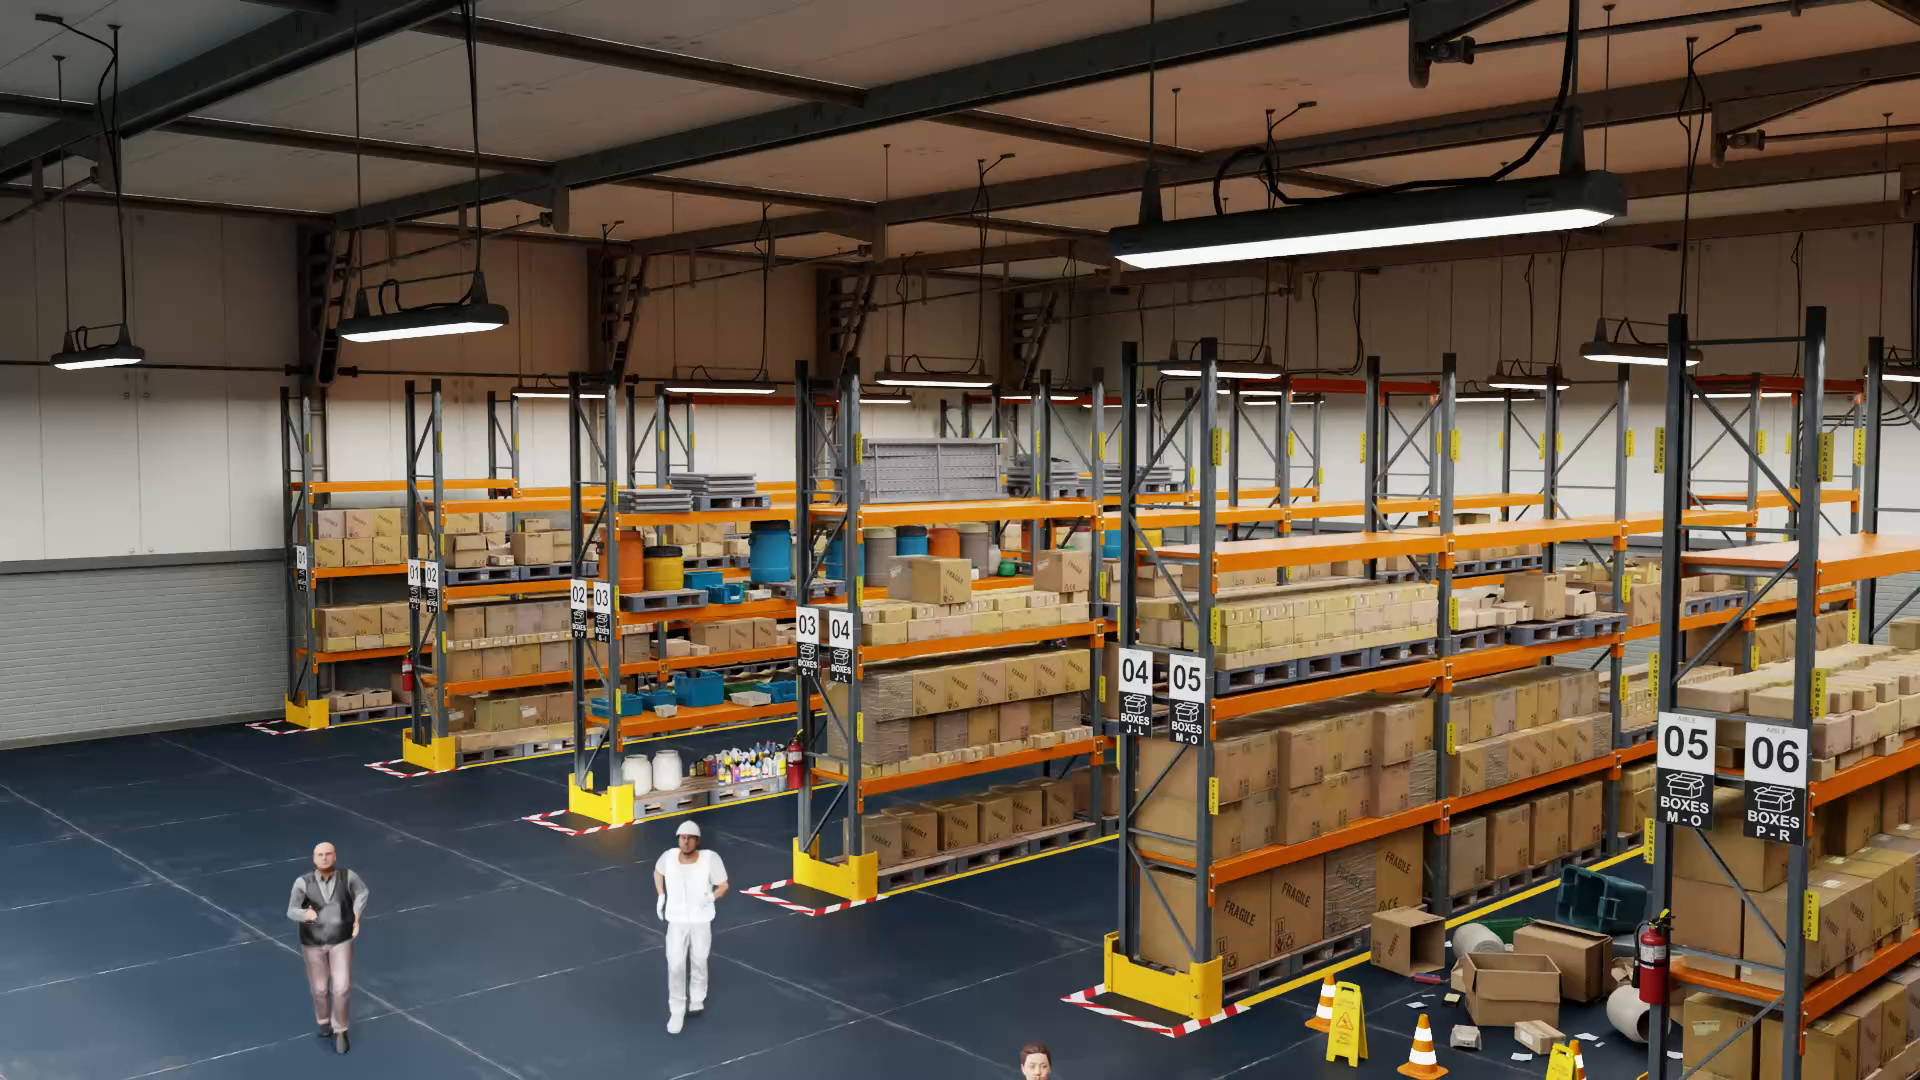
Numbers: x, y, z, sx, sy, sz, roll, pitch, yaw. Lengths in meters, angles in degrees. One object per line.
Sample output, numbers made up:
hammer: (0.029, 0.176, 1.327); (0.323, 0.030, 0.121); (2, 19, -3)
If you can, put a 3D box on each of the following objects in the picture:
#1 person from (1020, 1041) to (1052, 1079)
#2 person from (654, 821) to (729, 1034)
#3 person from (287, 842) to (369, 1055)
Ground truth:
person: (0.418, 3.714, 9.564); (0.540, 1.644, 0.650); (0, 4, -6)
person: (-2.349, 3.352, 14.525); (0.663, 1.823, 0.777); (0, 4, -7)
person: (-5.297, 3.418, 13.948); (0.637, 1.763, 0.711); (-1, 4, -18)
